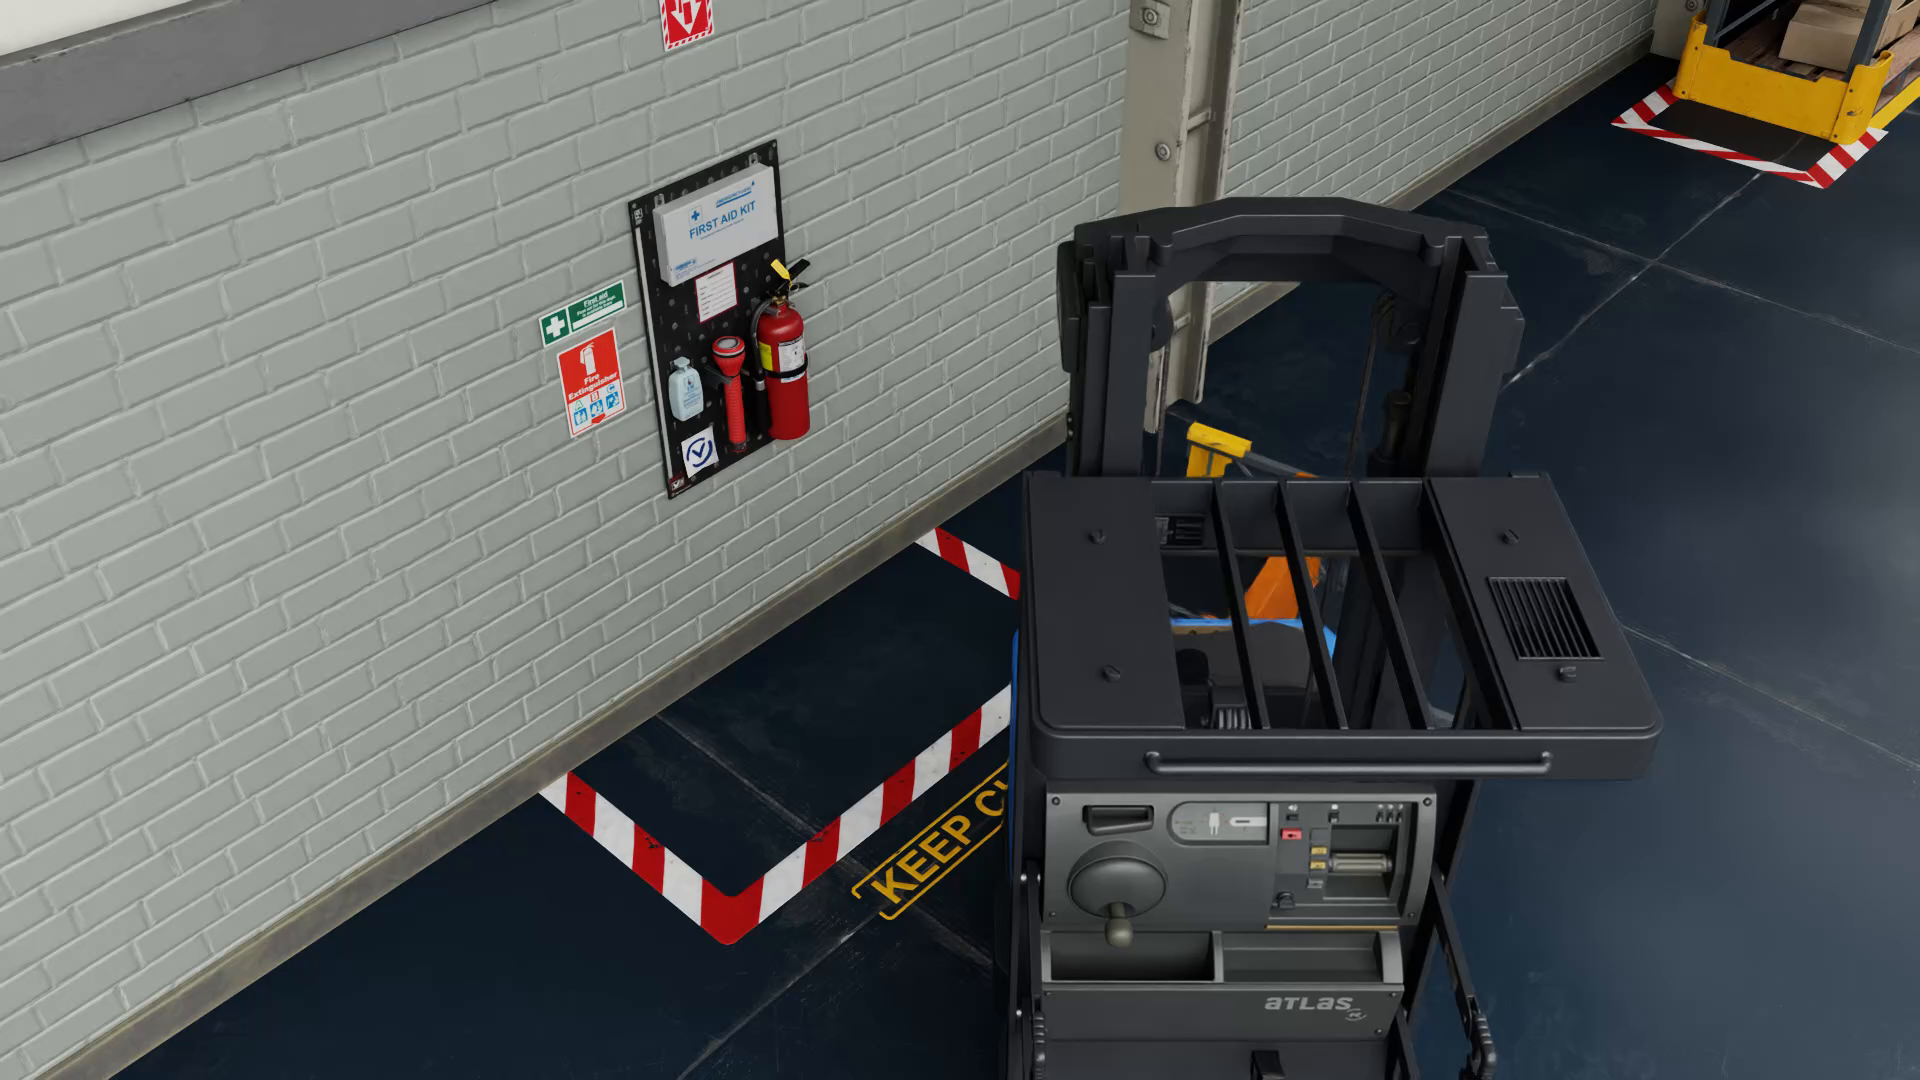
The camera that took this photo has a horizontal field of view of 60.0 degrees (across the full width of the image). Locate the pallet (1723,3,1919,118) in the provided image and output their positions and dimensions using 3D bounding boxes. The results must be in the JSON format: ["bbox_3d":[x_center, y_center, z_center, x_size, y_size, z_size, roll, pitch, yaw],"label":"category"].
[{"bbox_3d":[5.777,-3.205,11.112,1.003,0.211,1.213,30,47,32],"label":"pallet"}]

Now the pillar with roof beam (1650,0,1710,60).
[{"bbox_3d":[8.163,-5.129,6.470,9.100,9.000,0.400,30,47,32],"label":"pillar with roof beam"}]

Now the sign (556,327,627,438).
[{"bbox_3d":[-1.207,-0.516,5.460,0.001,0.329,0.234,30,47,32],"label":"sign"}]

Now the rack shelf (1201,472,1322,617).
[{"bbox_3d":[1.181,0.225,6.454,0.185,0.538,1.000,22,43,21],"label":"rack shelf"}]

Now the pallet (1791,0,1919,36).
[{"bbox_3d":[6.600,-3.763,11.813,1.003,0.211,1.213,30,47,32],"label":"pallet"}]

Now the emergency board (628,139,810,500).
[{"bbox_3d":[-0.758,-0.713,5.736,0.194,1.169,0.643,30,47,32],"label":"emergency board"}]

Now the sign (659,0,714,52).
[{"bbox_3d":[-0.837,-1.658,5.063,0.001,0.298,0.199,30,47,32],"label":"sign"}]

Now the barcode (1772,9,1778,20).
[{"bbox_3d":[5.402,-3.483,11.020,0.001,0.075,0.075,30,47,32],"label":"barcode"}]

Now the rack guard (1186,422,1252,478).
[{"bbox_3d":[1.046,-0.204,6.957,0.250,0.587,0.087,22,43,21],"label":"rack guard"}]

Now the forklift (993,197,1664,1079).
[{"bbox_3d":[0.670,0.850,3.826,1.130,2.935,3.031,0,38,0],"label":"forklift"}]

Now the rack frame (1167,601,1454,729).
[{"bbox_3d":[1.086,0.562,6.044,1.500,0.500,0.032,22,43,21],"label":"rack frame"}]

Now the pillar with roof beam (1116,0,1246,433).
[{"bbox_3d":[4.115,-2.372,3.003,9.100,9.000,0.400,30,47,32],"label":"pillar with roof beam"}]

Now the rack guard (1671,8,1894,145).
[{"bbox_3d":[5.203,-2.960,10.571,1.175,0.500,0.348,30,47,32],"label":"rack guard"}]

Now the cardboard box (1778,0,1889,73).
[{"bbox_3d":[5.685,-3.304,10.801,0.500,0.311,0.500,24,44,27],"label":"cardboard box"}]

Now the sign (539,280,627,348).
[{"bbox_3d":[-1.197,-0.722,5.293,0.001,0.109,0.331,30,47,32],"label":"sign"}]

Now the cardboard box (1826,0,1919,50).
[{"bbox_3d":[6.070,-3.565,11.131,0.500,0.311,0.500,-30,47,-32],"label":"cardboard box"}]

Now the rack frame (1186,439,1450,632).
[{"bbox_3d":[1.589,0.012,6.735,1.500,0.500,0.032,22,43,21],"label":"rack frame"}]

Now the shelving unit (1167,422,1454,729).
[{"bbox_3d":[1.342,0.282,6.396,1.500,0.587,1.083,22,43,21],"label":"shelving unit"}]

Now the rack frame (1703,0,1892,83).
[{"bbox_3d":[5.152,-3.904,9.749,1.000,3.000,0.127,30,47,32],"label":"rack frame"}]

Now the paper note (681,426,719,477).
[{"bbox_3d":[-0.928,-0.316,5.945,0.016,0.148,0.142,30,47,32],"label":"paper note"}]

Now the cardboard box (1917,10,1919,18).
[{"bbox_3d":[6.601,-3.955,11.469,0.700,0.500,0.500,27,46,29],"label":"cardboard box"}]
